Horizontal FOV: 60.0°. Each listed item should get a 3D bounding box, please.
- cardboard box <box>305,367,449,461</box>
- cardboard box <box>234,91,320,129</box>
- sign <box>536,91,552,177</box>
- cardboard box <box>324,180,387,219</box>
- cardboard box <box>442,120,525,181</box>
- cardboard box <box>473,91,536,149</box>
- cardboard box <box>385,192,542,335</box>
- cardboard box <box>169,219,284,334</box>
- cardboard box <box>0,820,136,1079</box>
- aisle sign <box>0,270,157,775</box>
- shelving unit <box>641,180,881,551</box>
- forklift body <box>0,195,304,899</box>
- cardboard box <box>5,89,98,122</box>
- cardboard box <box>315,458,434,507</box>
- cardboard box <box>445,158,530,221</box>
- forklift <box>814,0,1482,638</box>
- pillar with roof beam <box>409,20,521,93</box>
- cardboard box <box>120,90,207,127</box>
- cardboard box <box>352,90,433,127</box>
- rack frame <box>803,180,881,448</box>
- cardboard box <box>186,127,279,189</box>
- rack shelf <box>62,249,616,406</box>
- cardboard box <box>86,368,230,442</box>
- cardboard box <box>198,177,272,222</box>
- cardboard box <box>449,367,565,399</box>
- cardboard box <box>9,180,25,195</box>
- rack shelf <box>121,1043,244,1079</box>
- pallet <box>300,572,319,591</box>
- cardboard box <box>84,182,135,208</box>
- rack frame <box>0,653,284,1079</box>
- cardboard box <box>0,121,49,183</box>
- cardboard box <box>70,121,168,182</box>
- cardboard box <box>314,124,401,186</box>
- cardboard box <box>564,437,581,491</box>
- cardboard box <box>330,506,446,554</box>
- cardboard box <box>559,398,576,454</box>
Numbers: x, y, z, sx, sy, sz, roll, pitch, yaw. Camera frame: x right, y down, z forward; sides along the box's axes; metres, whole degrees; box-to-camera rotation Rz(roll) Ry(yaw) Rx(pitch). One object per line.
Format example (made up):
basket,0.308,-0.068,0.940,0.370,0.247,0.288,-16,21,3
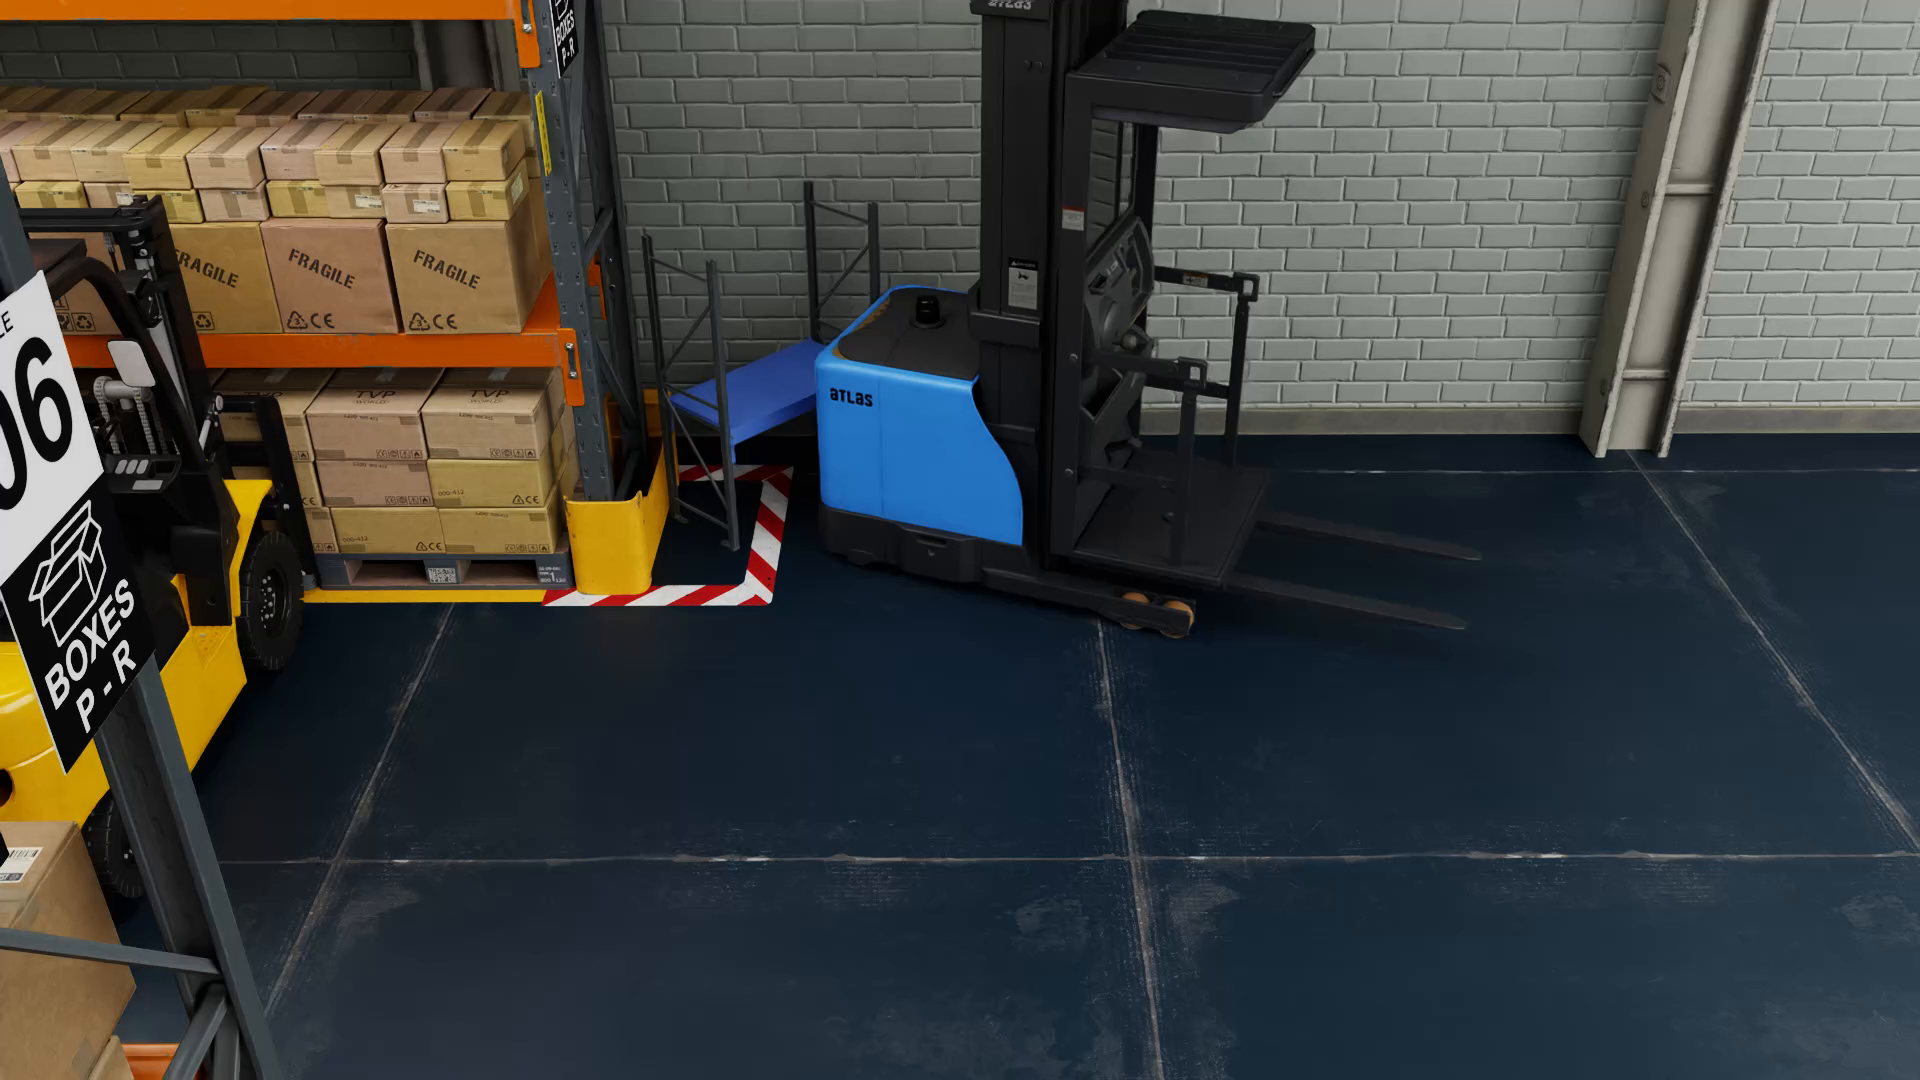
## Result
cardboard box,-2.640,-0.590,7.613,0.500,0.250,0.500,0,31,1
cardboard box,-3.045,-1.886,7.458,0.250,0.149,0.380,1,31,1
sign,-1.681,-1.642,6.719,0.005,0.325,0.100,0,31,0
cardboard box,-2.531,-1.515,7.134,0.250,0.149,0.380,0,31,1
cardboard box,-2.028,-1.664,7.092,0.250,0.149,0.380,0,31,0
cardboard box,-2.008,-1.884,7.455,0.250,0.149,0.380,-1,31,-1
cardboard box,-2.161,-1.232,7.292,0.500,0.500,0.500,-1,31,-1
cardboard box,-3.193,-1.233,7.295,0.500,0.500,0.500,-1,31,-1
cardboard box,-2.112,0.936,3.433,0.500,0.500,0.500,-1,31,-1
aisle sign,-1.577,-0.025,2.893,0.004,0.787,0.394,0,31,0
shelving unit,-0.934,-0.874,8.245,0.538,1.500,1.048,25,39,35
forklift body,-3.556,-0.012,6.196,1.214,2.155,2.313,0,31,0
cardboard box,-4.073,-1.907,7.492,0.250,0.149,0.380,-1,31,-1
cardboard box,-2.657,-0.385,7.757,0.500,0.250,0.500,0,31,-1
cardboard box,-2.016,-1.501,7.110,0.250,0.149,0.380,0,31,0
forklift,0.890,-1.122,7.274,3.031,2.935,1.130,11,33,18
pillar with roof beam,-2.347,-2.124,3.076,0.400,9.000,9.100,0,31,0
cardboard box,-3.555,-1.894,7.471,0.250,0.149,0.380,0,31,0
cardboard box,-2.534,-1.892,7.469,0.250,0.149,0.380,0,31,1
rack frame,-0.590,-1.069,8.566,0.500,1.500,0.032,25,39,35
cardboard box,-3.045,-1.611,7.006,0.250,0.149,0.380,1,31,1
rack shelf,-3.671,-1.013,7.722,4.000,0.370,1.077,0,31,0
cardboard box,-3.651,-0.586,7.606,0.500,0.250,0.500,-1,31,-1
cardboard box,-3.046,-1.495,7.101,0.250,0.149,0.380,-1,31,-2
cardboard box,-2.153,-0.855,8.049,0.500,0.250,0.500,-1,31,-1
cardboard box,-4.070,-1.488,7.089,0.250,0.149,0.380,-1,31,-2
rack shelf,-3.637,1.562,3.478,4.000,0.370,1.077,0,31,0
pallet,-3.652,-0.108,8.225,1.213,0.211,1.003,0,31,0
cardboard box,-3.549,-1.530,7.158,0.250,0.149,0.380,0,31,-1
rack frame,-1.637,1.248,3.302,0.127,3.000,1.000,0,31,0
cardboard box,-4.062,-1.654,7.076,0.250,0.149,0.380,0,31,0
cardboard box,-3.562,-1.656,7.079,0.250,0.149,0.380,0,31,0
cardboard box,-2.536,-1.632,7.040,0.250,0.149,0.380,0,31,1
cardboard box,-2.163,-0.431,8.314,0.500,0.250,0.500,0,31,0
cardboard box,-2.636,-0.169,7.883,0.500,0.250,0.500,0,31,0
cardboard box,-2.142,-0.651,8.195,0.500,0.250,0.500,0,31,1
